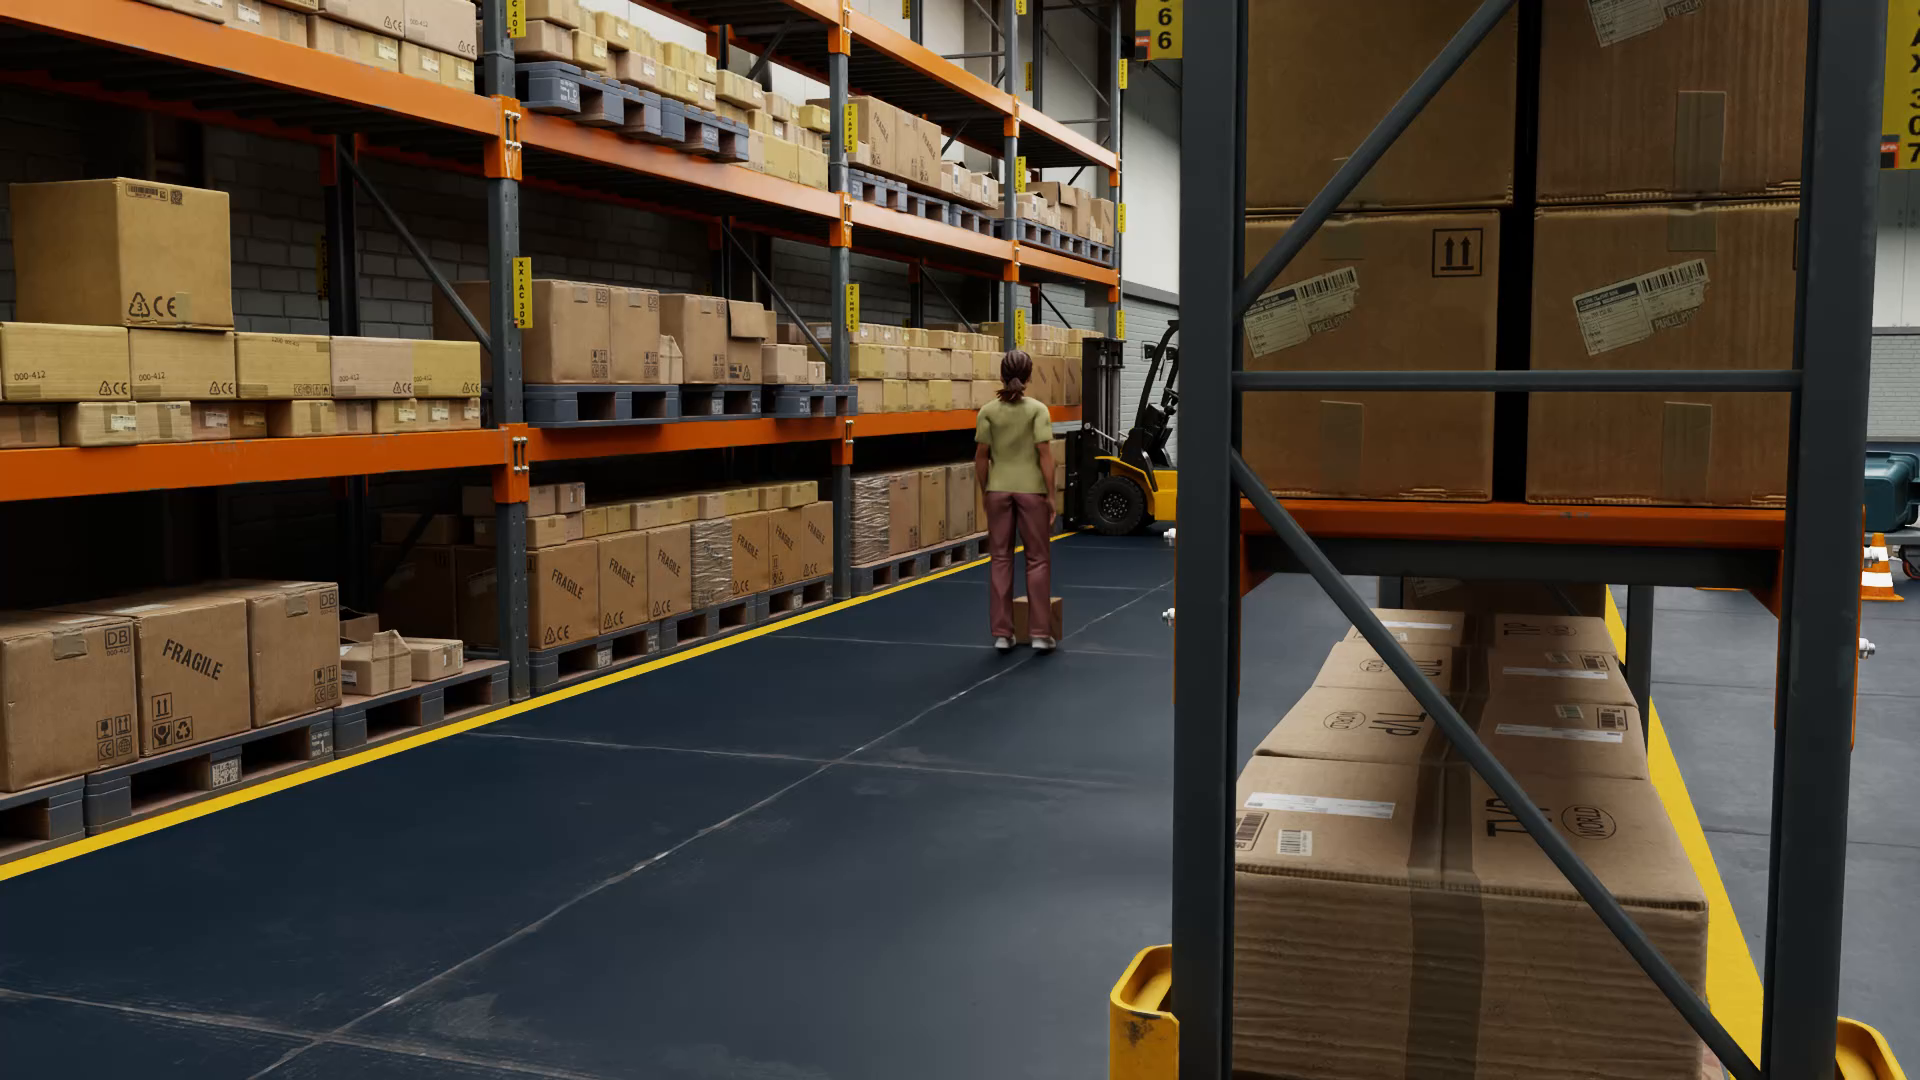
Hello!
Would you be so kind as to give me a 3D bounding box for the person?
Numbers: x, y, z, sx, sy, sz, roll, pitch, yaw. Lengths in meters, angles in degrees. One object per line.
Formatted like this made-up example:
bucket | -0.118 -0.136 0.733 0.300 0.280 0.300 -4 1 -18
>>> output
person | 0.320 -0.216 9.310 0.461 1.683 0.439 1 5 14
